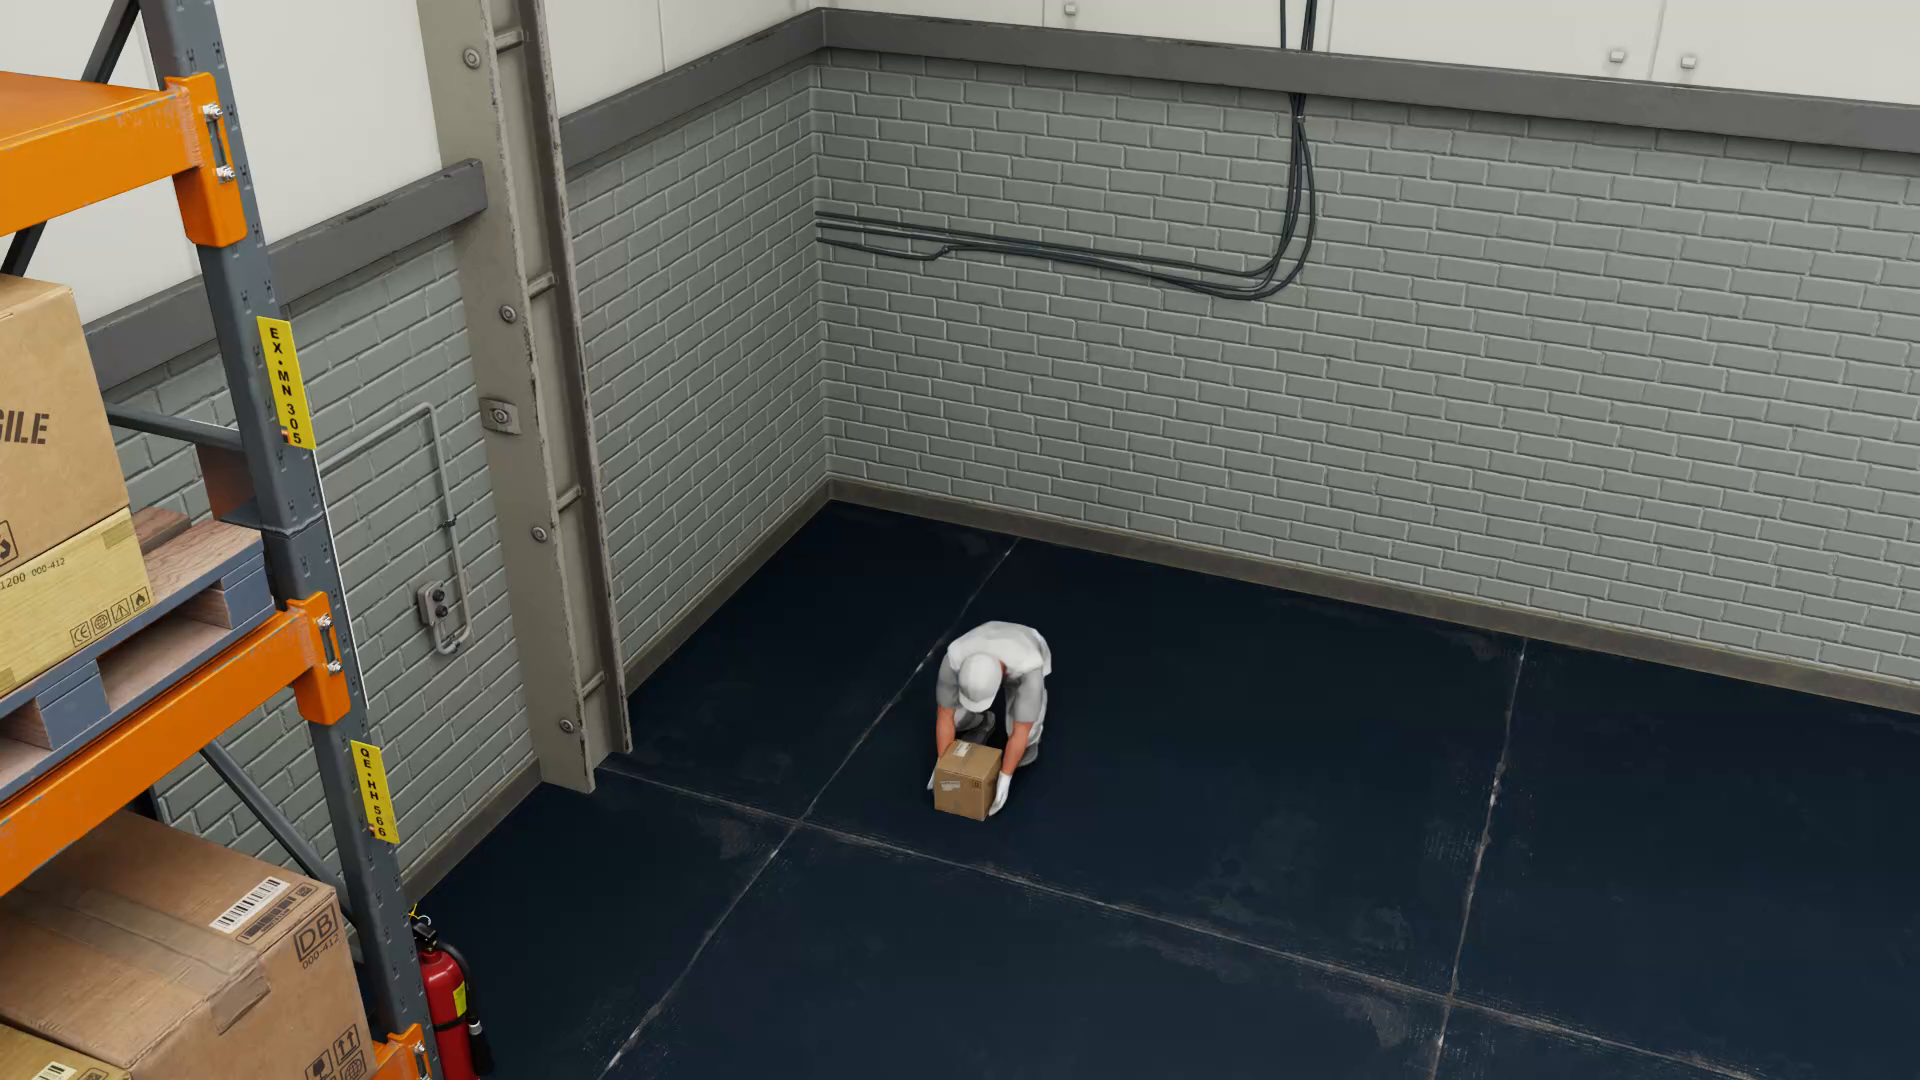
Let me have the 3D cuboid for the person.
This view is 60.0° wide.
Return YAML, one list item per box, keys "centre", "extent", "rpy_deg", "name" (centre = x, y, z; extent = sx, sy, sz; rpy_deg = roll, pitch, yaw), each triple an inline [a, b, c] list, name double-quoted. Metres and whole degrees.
- centre: [0.171, 0.743, 8.030]
  extent: [0.563, 0.880, 0.890]
  rpy_deg: [11, 31, 19]
  name: "person"
